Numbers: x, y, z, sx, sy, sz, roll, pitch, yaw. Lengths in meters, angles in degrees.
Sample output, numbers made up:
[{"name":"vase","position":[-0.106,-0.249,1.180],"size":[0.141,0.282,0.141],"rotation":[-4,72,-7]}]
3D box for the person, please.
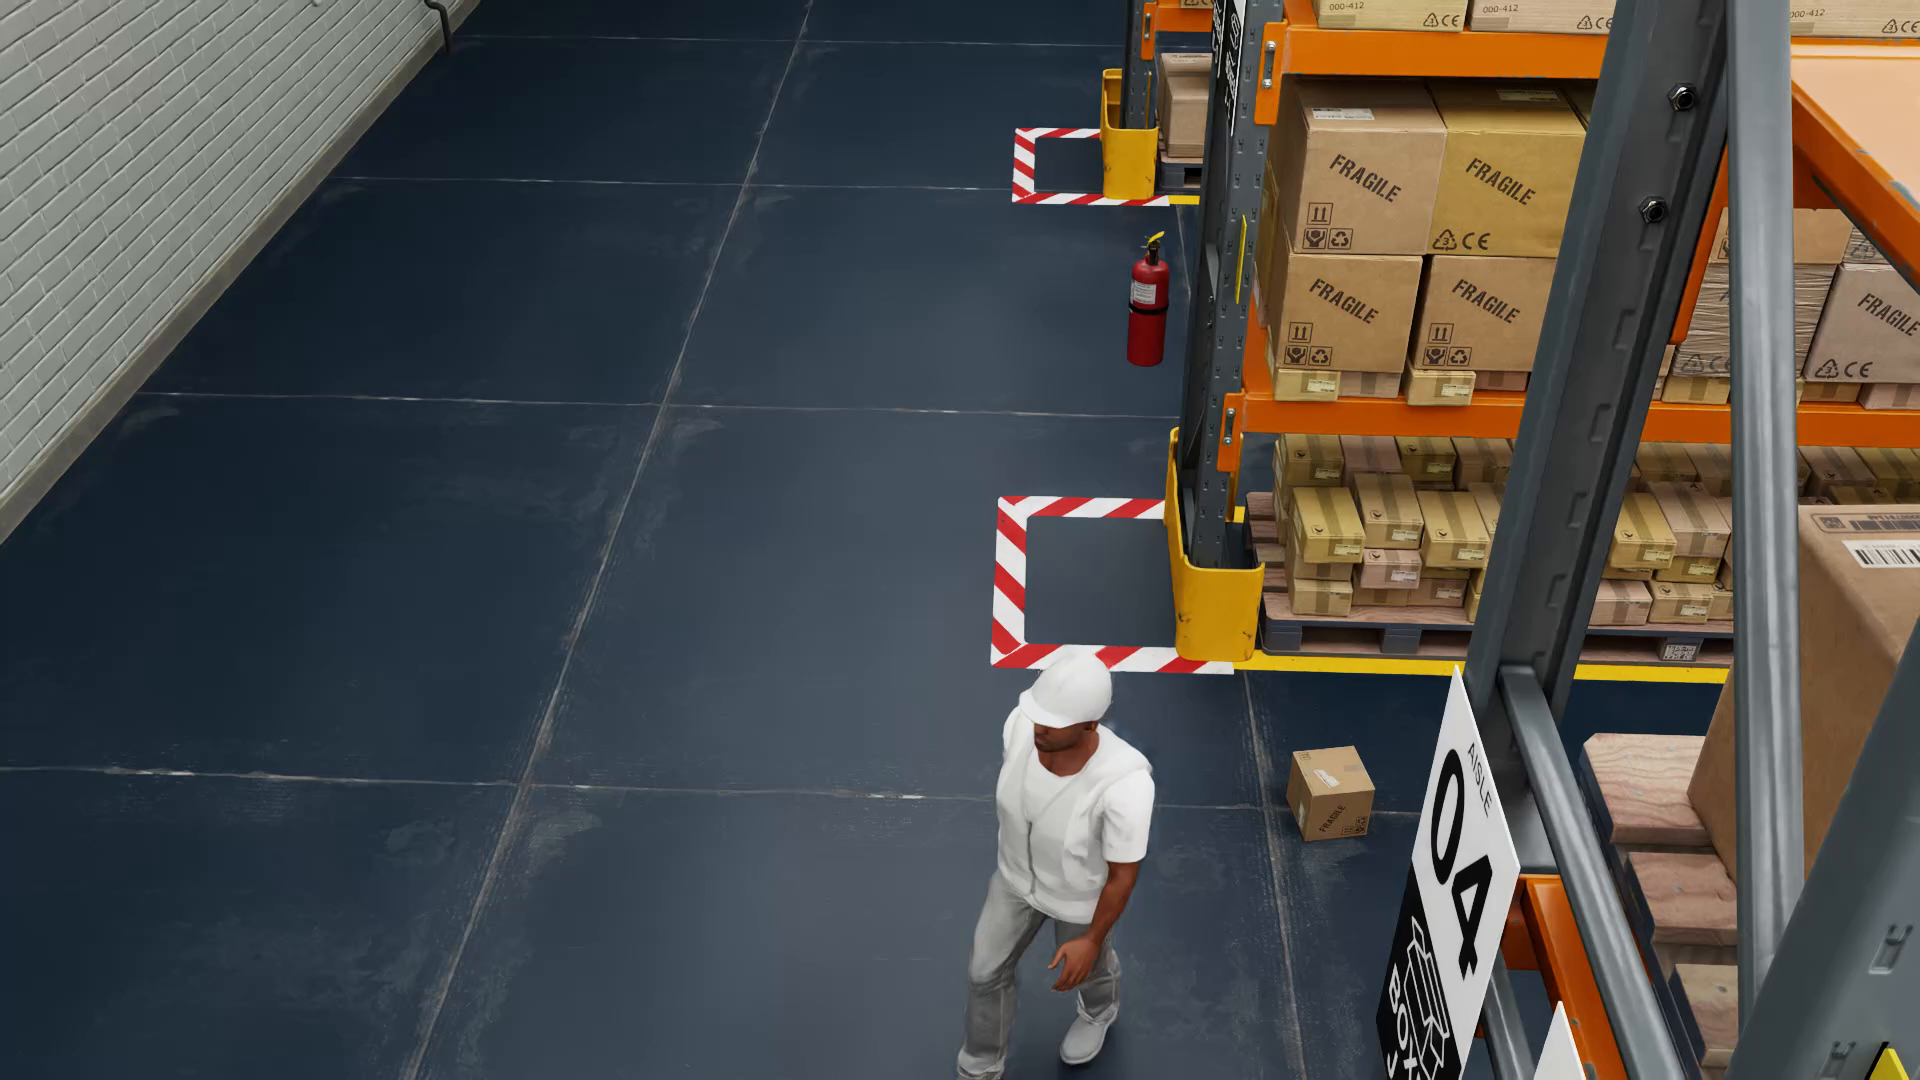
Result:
[{"name":"person","position":[0.275,1.096,5.102],"size":[0.583,1.806,0.742],"rotation":[26,43,31]}]
